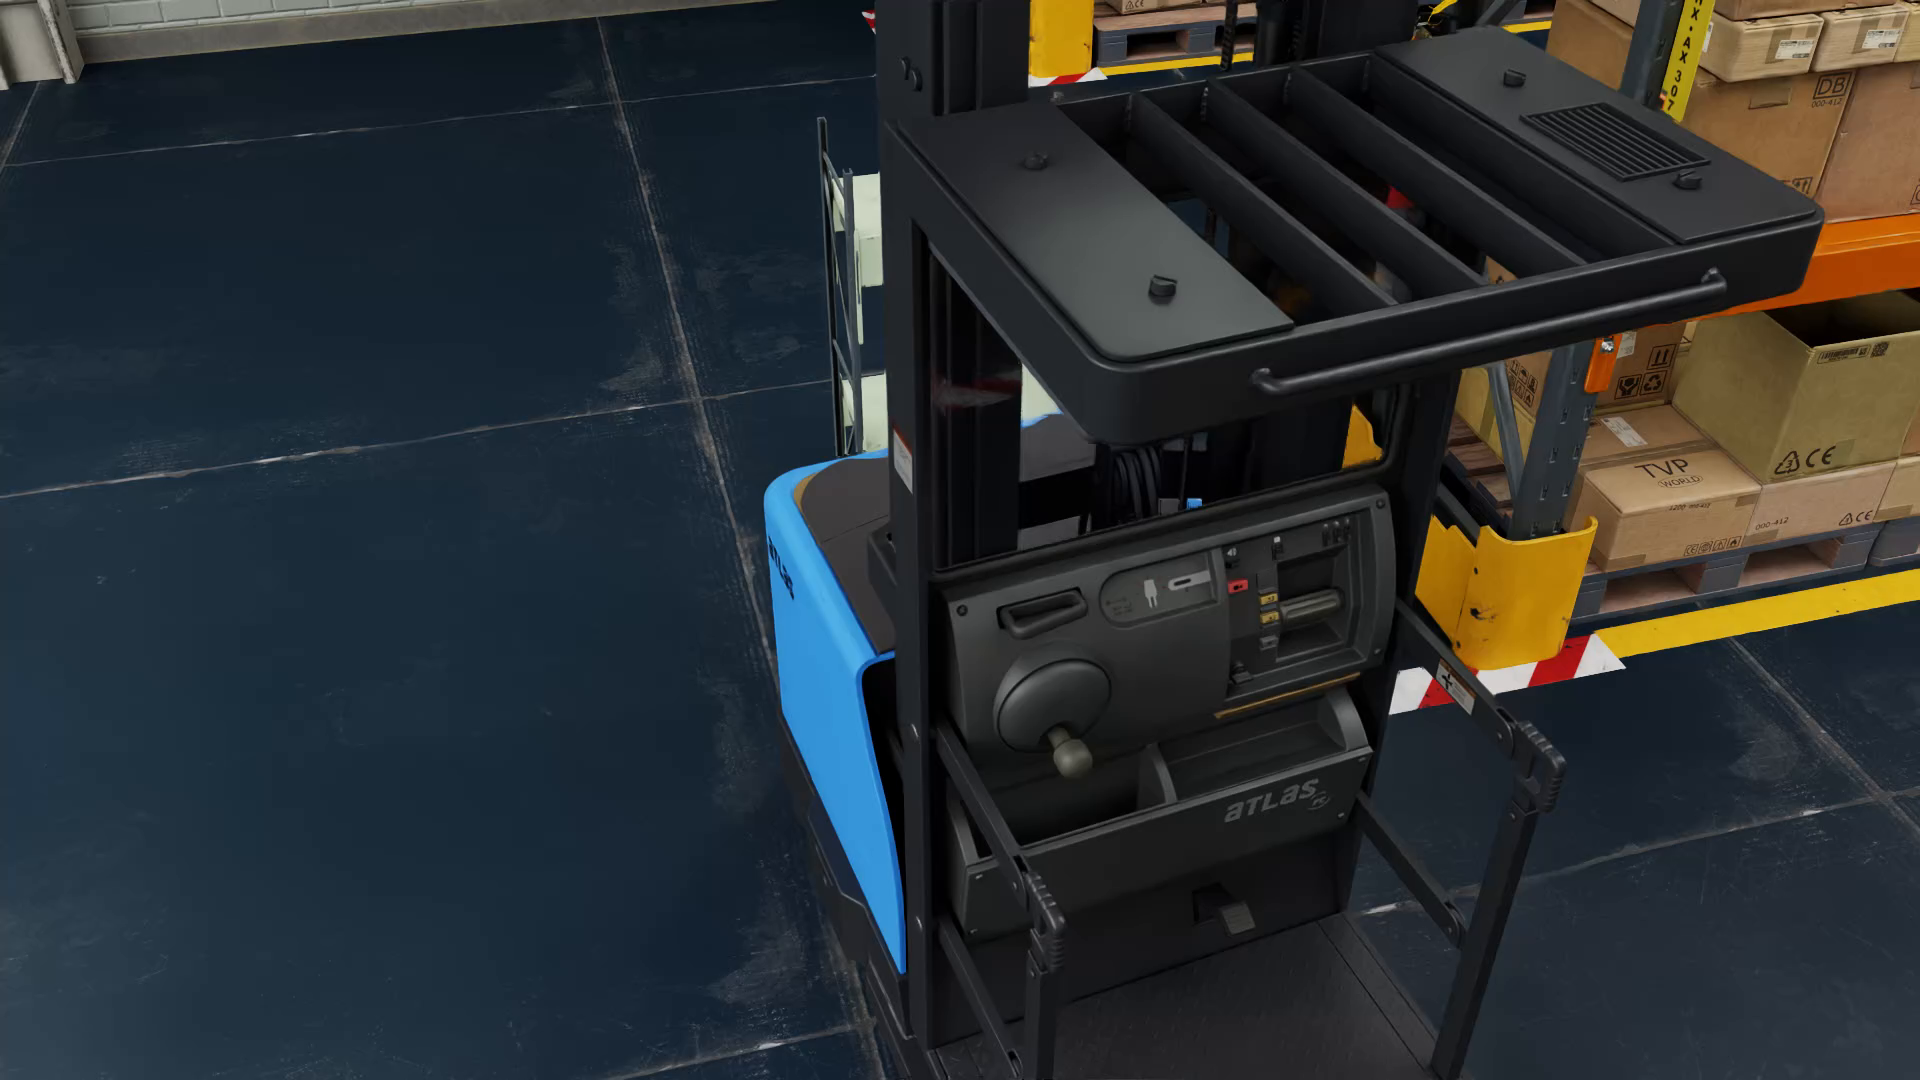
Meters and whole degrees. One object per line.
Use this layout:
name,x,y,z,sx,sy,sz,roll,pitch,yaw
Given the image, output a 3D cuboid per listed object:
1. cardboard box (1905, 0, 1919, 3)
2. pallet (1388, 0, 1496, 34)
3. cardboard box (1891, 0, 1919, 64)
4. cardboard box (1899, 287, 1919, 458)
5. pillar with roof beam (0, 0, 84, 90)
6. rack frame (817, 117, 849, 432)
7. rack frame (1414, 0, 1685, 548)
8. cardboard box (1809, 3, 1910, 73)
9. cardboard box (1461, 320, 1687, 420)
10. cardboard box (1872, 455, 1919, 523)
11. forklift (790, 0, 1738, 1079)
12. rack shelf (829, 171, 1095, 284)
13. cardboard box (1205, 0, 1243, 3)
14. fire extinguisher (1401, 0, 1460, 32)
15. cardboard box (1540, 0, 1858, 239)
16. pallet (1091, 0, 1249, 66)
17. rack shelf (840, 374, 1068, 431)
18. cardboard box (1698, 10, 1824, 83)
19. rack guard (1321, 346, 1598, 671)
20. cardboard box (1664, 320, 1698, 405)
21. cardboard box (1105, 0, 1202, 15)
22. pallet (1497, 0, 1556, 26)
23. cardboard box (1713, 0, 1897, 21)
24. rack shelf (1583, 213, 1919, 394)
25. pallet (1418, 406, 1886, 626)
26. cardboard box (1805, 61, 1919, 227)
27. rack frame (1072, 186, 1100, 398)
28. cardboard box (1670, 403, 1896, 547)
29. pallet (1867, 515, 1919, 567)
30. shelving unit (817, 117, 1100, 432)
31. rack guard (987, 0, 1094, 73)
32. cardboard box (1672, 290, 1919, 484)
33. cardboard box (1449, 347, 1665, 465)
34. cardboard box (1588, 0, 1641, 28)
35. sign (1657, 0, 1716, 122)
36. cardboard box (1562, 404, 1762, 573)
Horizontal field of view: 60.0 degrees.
cardboard box,2.649,-1.863,4.566,0.500,0.500,0.700,-10,39,-13
pallet,2.385,-3.255,9.832,1.213,0.211,1.003,-9,38,-12
cardboard box,2.568,-1.462,4.576,0.250,0.149,0.380,-9,38,-12
cardboard box,3.175,-0.641,5.419,0.500,0.500,0.500,-9,38,-12
pillar with roof beam,-3.877,-3.577,3.020,0.400,9.000,9.100,-9,38,-12
rack frame,-0.360,-0.537,5.217,0.023,1.500,0.400,-9,38,-12
rack frame,1.638,-1.146,4.780,0.127,3.000,1.000,-9,38,-12
cardboard box,2.327,-1.423,4.525,0.250,0.149,0.380,-10,39,-13
cardboard box,2.078,-0.779,5.599,0.500,0.500,0.500,-9,38,-12
cardboard box,3.178,-0.336,5.638,0.500,0.250,0.500,-9,38,-12
forklift,0.408,0.211,3.062,1.130,2.935,3.031,-9,38,-12
rack shelf,-0.006,-0.905,5.056,0.720,0.370,0.431,-9,38,-12
cardboard box,1.584,-3.306,9.453,0.500,0.311,0.500,-6,38,-8
fire extinguisher,1.402,-1.370,5.135,0.183,0.674,0.296,-9,38,-12
cardboard box,2.092,-1.253,4.836,0.500,0.500,0.700,-9,38,-12
pallet,1.209,-3.064,9.582,1.213,0.211,1.003,-9,38,-12
rack shelf,-0.006,-0.336,5.491,0.720,0.370,0.431,-9,38,-12
cardboard box,2.073,-1.380,4.469,0.250,0.149,0.380,-10,38,-12
rack guard,1.614,-0.150,5.534,0.348,0.500,1.175,-9,38,-12
cardboard box,2.558,-0.566,5.938,0.500,0.250,0.500,-9,38,-12
cardboard box,1.034,-3.215,9.335,0.500,0.311,0.500,-14,39,-17
pallet,3.565,-3.451,10.087,1.213,0.211,1.003,-9,38,-12
cardboard box,2.143,-1.776,4.453,0.500,0.500,0.700,-9,38,-12
rack shelf,3.568,-1.178,5.413,4.000,0.370,1.077,-9,38,-12
pallet,2.365,-0.185,5.818,1.213,0.211,1.003,-9,38,-12
cardboard box,2.597,-1.339,4.949,0.500,0.500,0.700,-8,38,-11
rack frame,0.347,-0.653,5.369,0.023,1.500,0.400,-9,38,-12
cardboard box,2.695,-0.257,5.535,0.500,0.250,0.500,-9,38,-12
pallet,3.541,-0.376,6.067,1.213,0.211,1.003,-9,38,-12
shelving unit,-0.006,-0.595,5.293,0.755,1.500,0.431,-9,38,-12
rack guard,0.416,-3.071,9.353,0.348,0.500,1.175,-9,38,-12
cardboard box,2.696,-0.554,5.305,0.500,0.500,0.500,-9,38,-12
cardboard box,2.078,-0.479,5.825,0.500,0.250,0.500,-9,38,-12
cardboard box,1.957,-1.616,4.778,0.250,0.149,0.380,-10,39,-13
sign,1.777,-1.195,4.066,0.005,0.325,0.100,-9,38,-12
cardboard box,2.213,-0.176,5.428,0.500,0.250,0.500,-9,38,-12
